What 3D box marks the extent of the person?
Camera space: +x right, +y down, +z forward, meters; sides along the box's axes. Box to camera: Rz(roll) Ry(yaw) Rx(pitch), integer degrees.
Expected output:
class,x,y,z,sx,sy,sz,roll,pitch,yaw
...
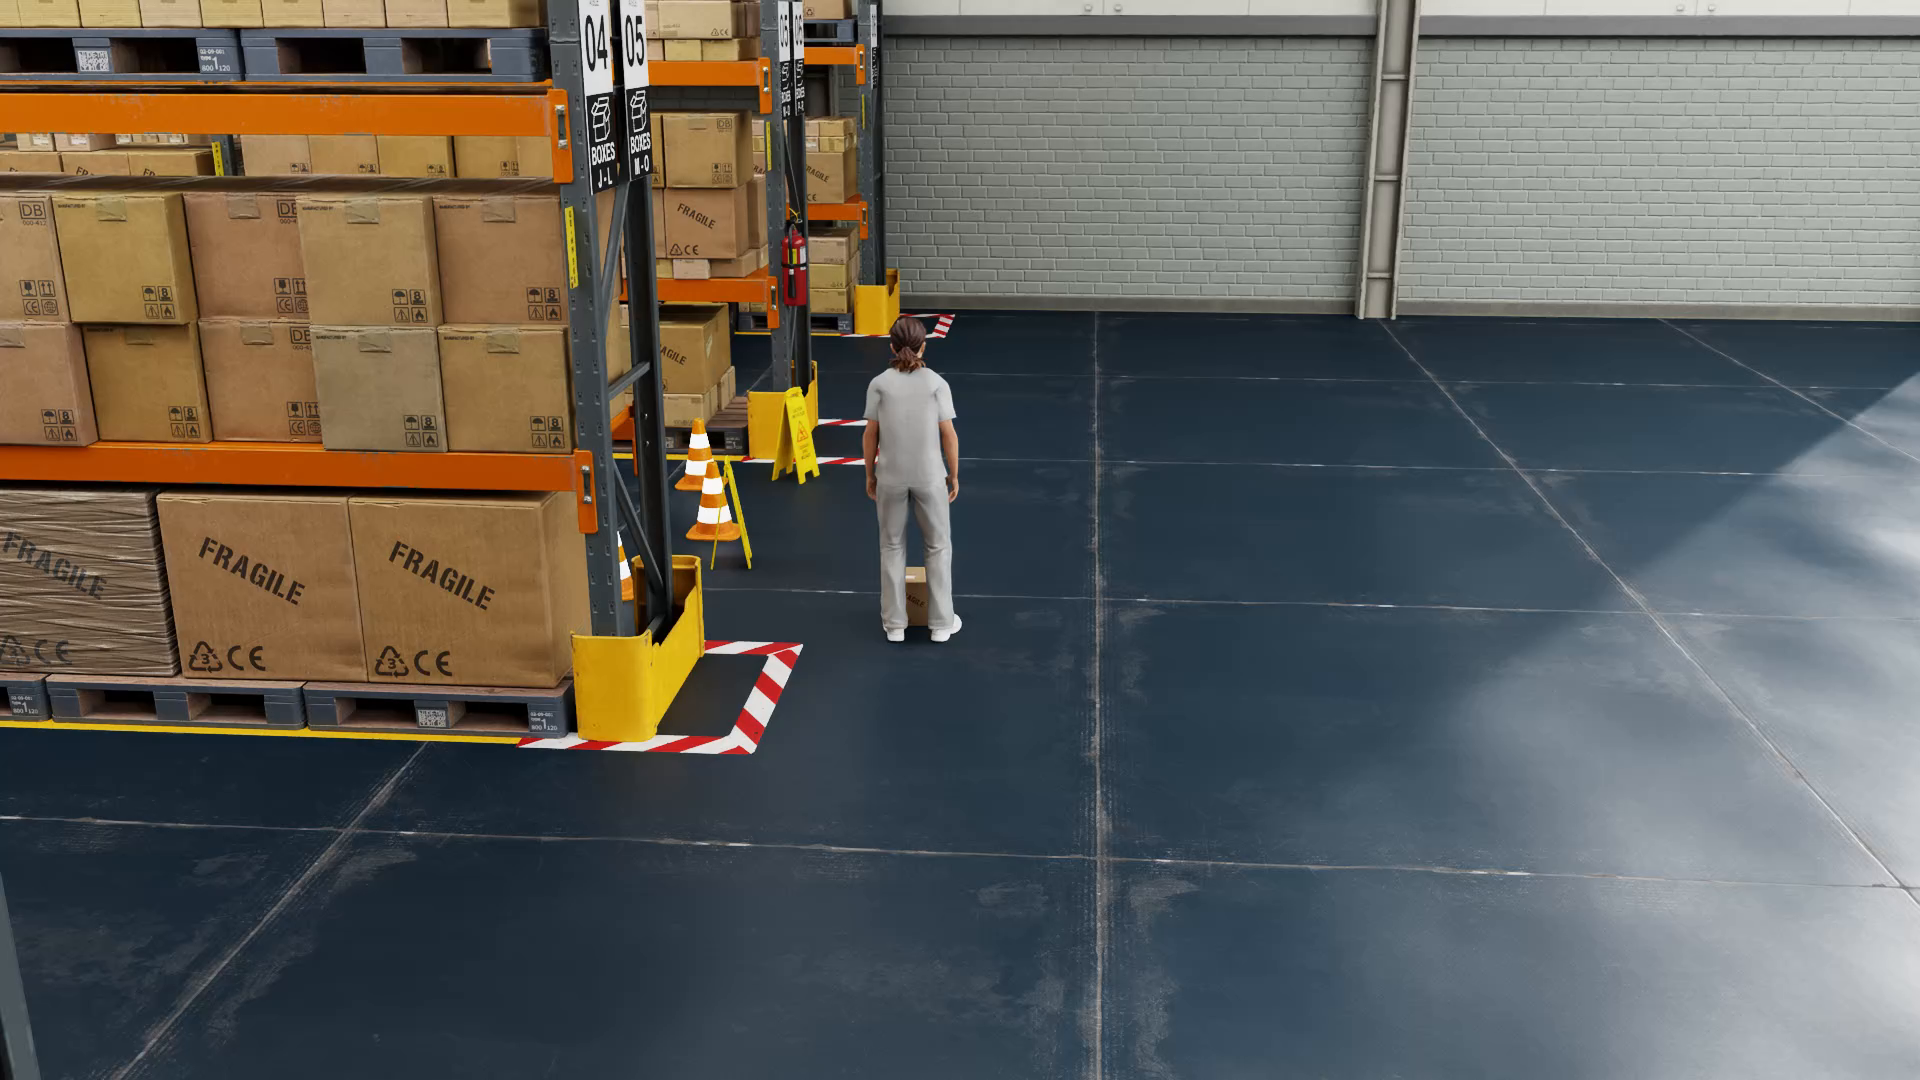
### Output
class,x,y,z,sx,sy,sz,roll,pitch,yaw
person,-0.246,-0.301,8.500,0.490,1.673,0.354,1,18,4
